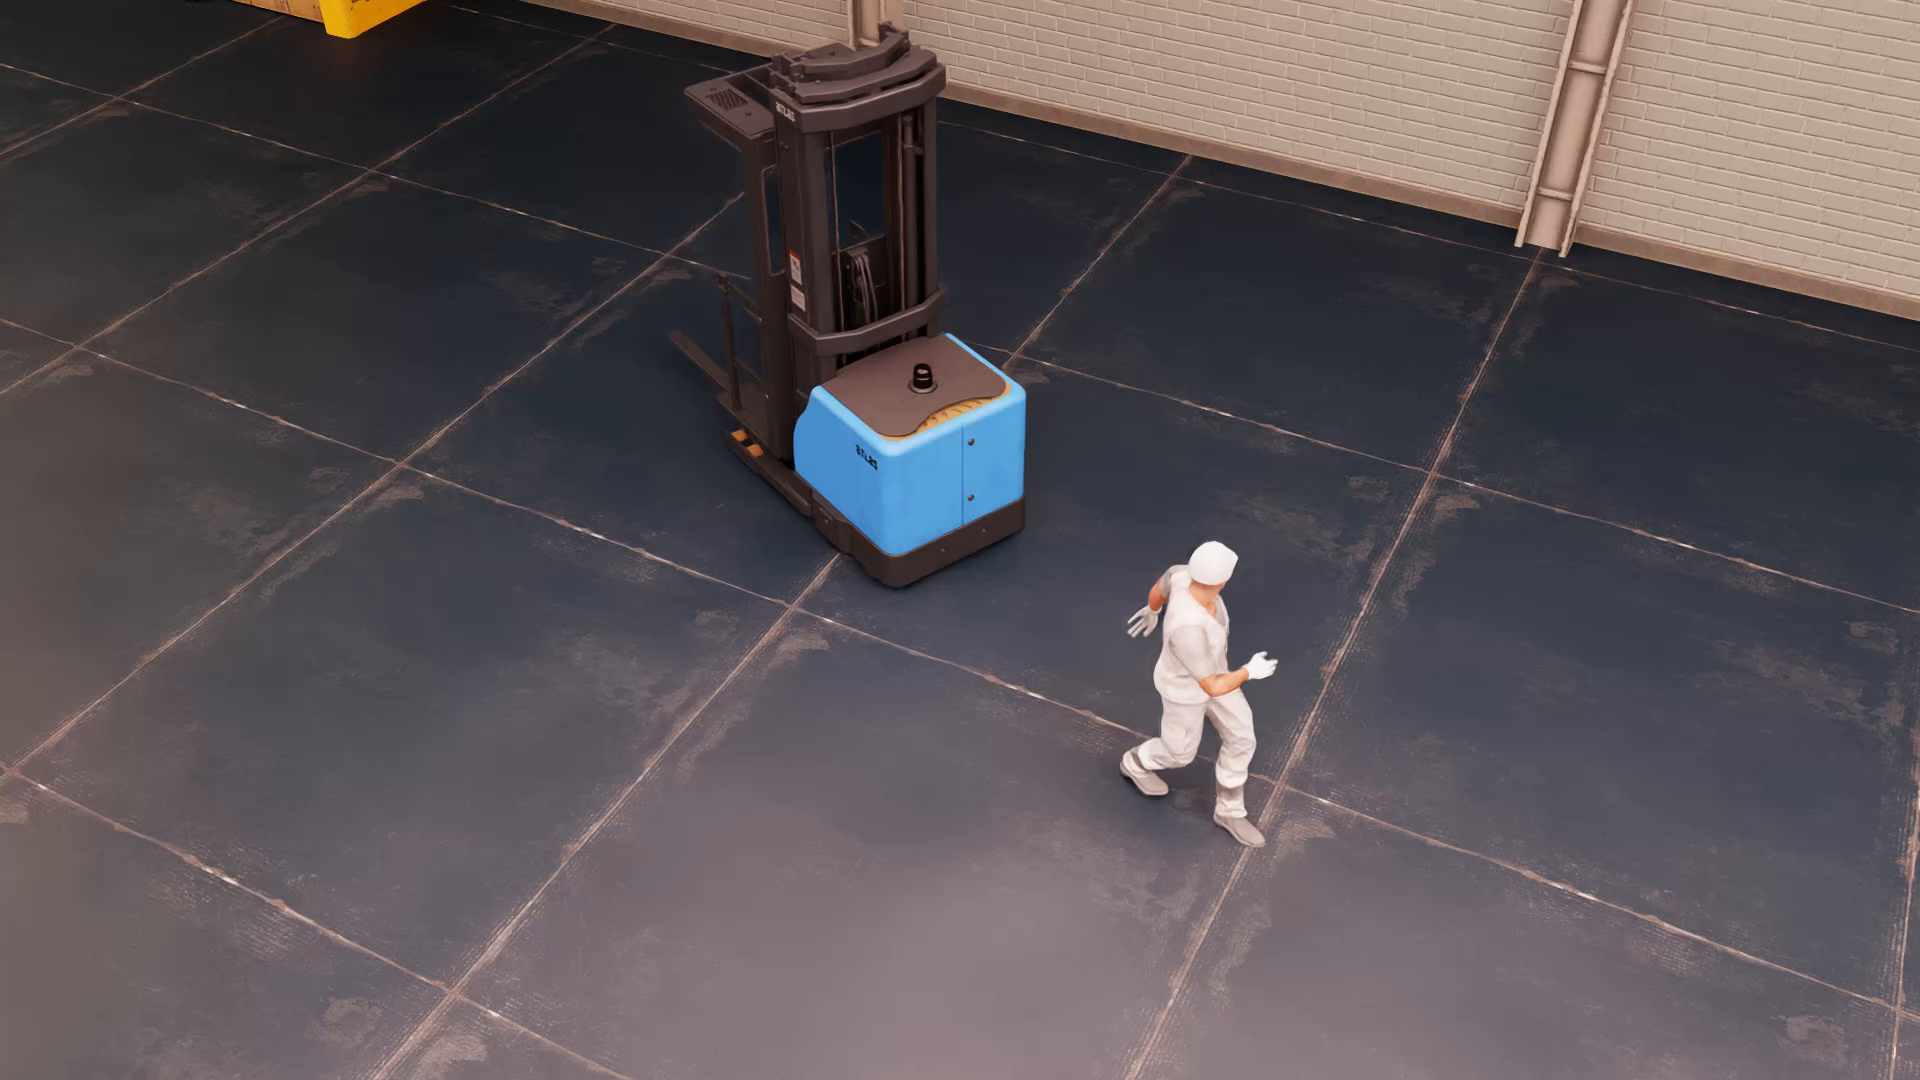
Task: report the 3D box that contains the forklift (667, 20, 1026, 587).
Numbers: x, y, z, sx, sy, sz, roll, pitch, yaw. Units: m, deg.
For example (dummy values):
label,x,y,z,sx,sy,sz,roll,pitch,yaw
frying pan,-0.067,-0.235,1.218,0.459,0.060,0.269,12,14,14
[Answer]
label,x,y,z,sx,sy,sz,roll,pitch,yaw
forklift,-0.880,-1.745,10.058,1.130,2.935,3.031,-26,46,-27

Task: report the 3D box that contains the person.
label,x,y,z,sx,sy,sz,roll,pitch,yaw
person,1.158,0.703,8.118,0.986,1.713,0.560,23,45,25
